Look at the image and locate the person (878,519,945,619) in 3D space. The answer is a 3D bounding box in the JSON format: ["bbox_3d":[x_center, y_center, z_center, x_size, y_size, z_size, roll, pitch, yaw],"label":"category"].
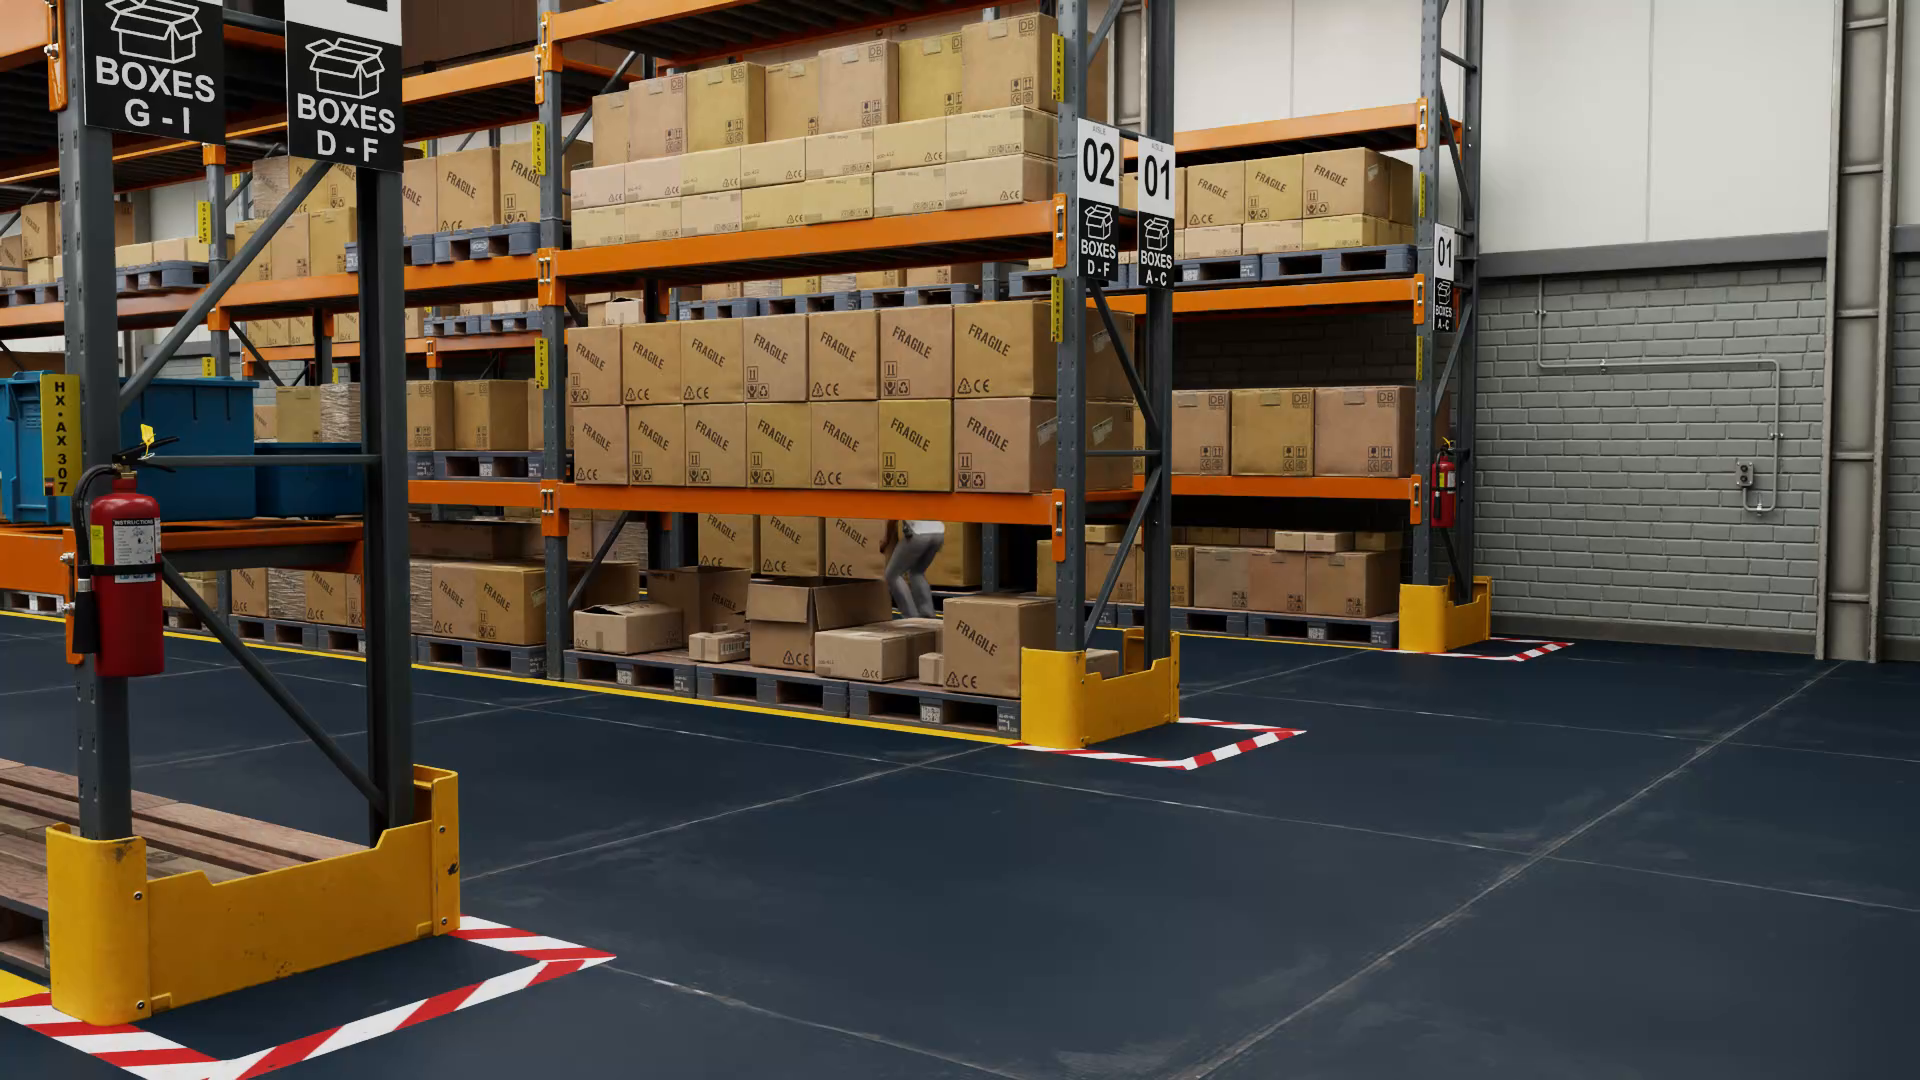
[{"bbox_3d":[-0.427,-0.018,14.099,0.563,1.546,0.480,3,4,37],"label":"person"}]
